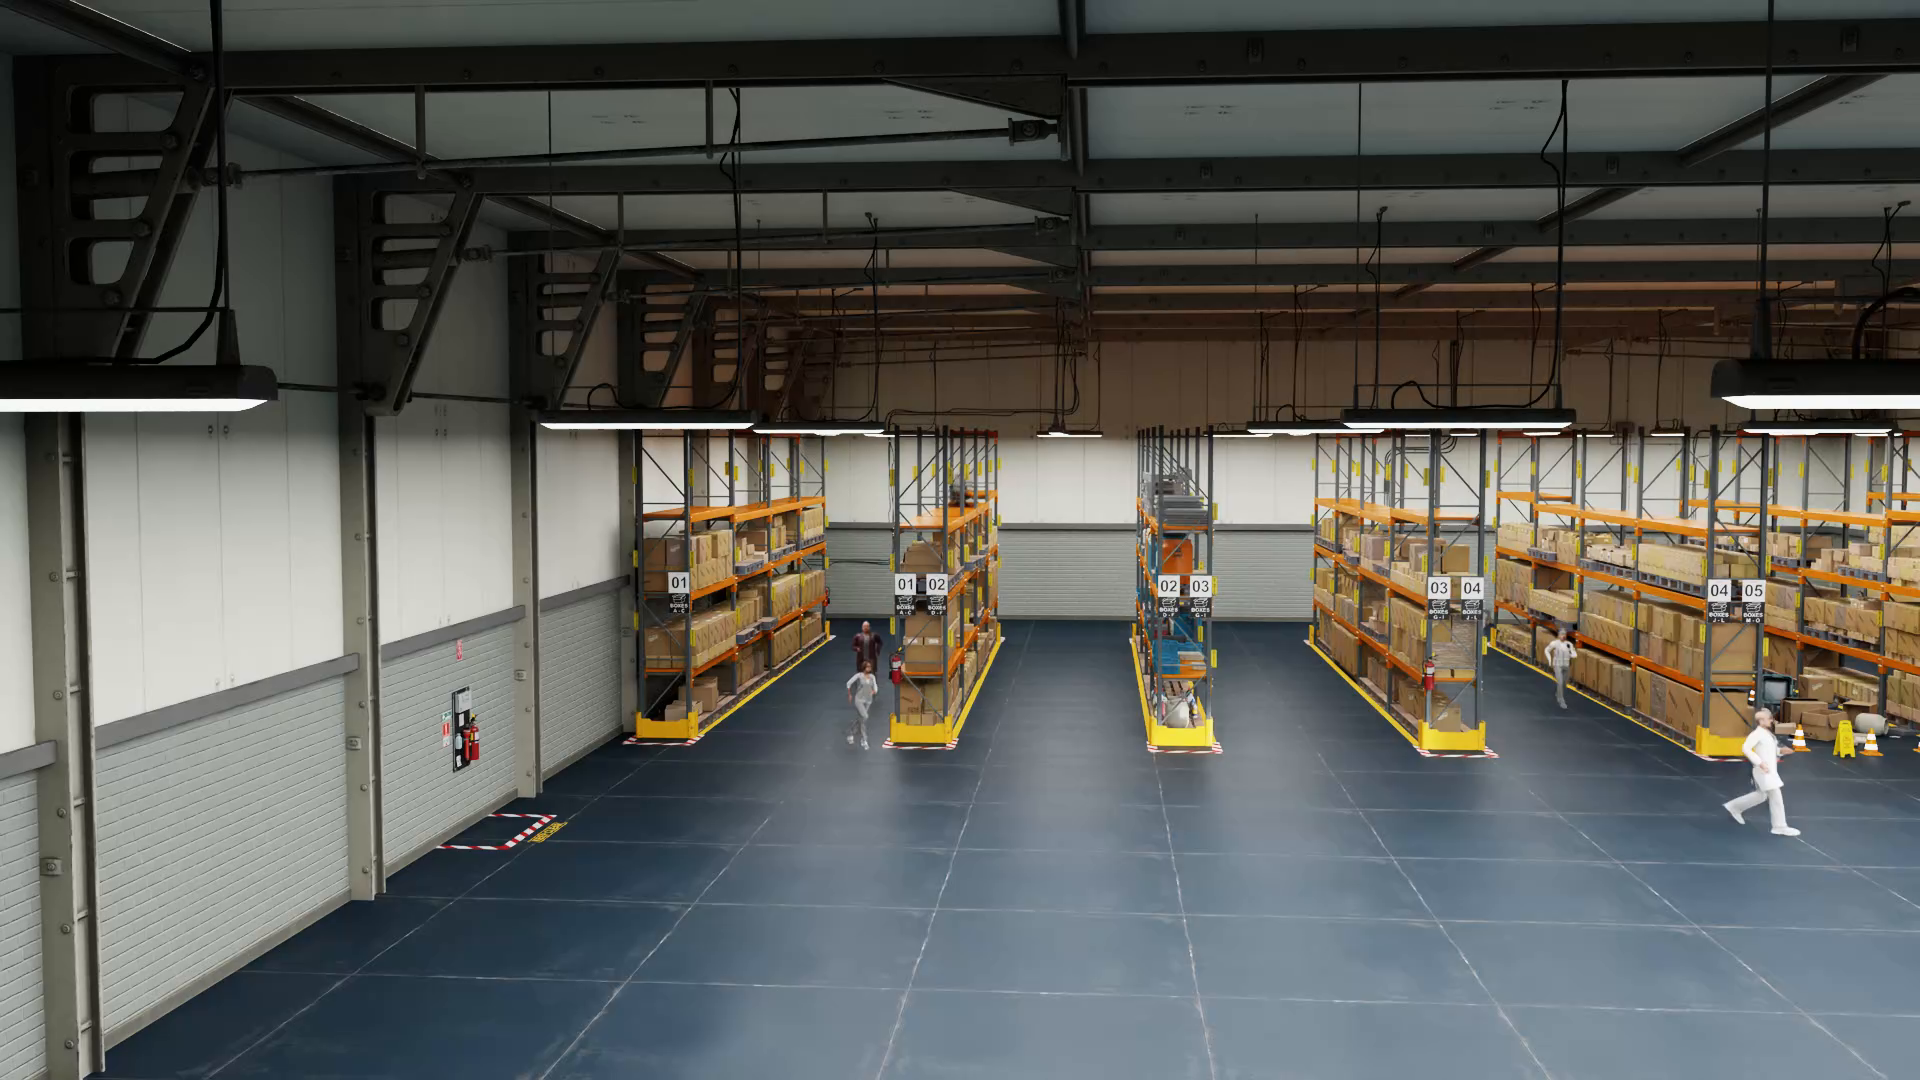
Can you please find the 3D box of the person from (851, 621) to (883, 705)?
[{"bbox_3d":[-2.029,2.671,36.122,0.654,1.823,0.853,0,3,3],"label":"person"}]

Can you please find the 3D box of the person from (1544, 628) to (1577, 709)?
[{"bbox_3d":[12.892,2.712,35.642,0.611,1.682,0.940,0,3,1],"label":"person"}]

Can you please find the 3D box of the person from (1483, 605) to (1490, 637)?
[{"bbox_3d":[13.433,2.253,43.194,0.678,1.726,0.755,1,4,12],"label":"person"}]

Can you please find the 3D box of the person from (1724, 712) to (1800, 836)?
[{"bbox_3d":[11.676,3.368,24.185,1.035,1.754,0.713,2,4,33],"label":"person"}]

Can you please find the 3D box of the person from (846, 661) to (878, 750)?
[{"bbox_3d":[-1.780,3.055,31.056,0.538,1.585,0.756,-2,4,-35],"label":"person"}]
